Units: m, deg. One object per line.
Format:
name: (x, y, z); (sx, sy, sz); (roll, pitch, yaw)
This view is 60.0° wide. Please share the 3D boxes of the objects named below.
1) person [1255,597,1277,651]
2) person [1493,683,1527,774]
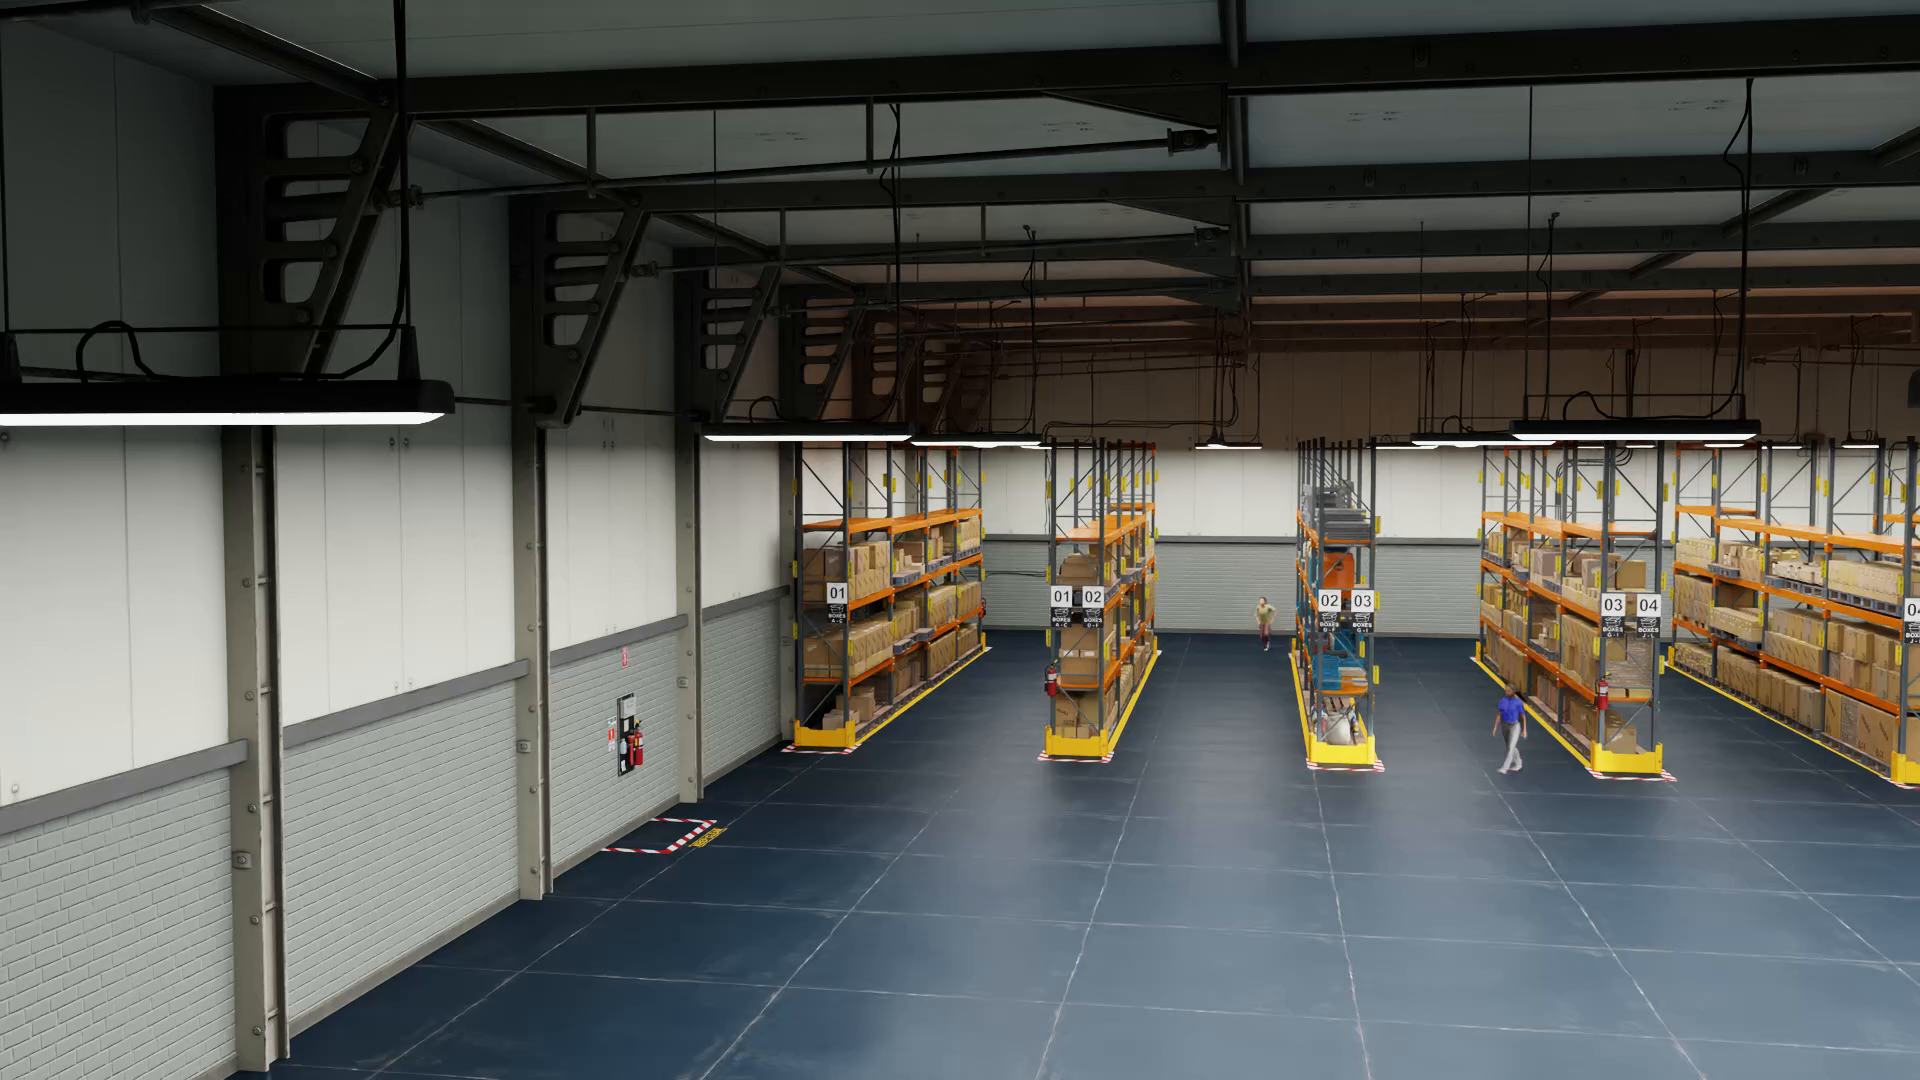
person: (8.796, 2.411, 47.788); (0.630, 1.576, 0.672); (1, 3, 22)
person: (9.717, 3.341, 29.498); (1.045, 1.597, 0.474); (-2, 4, -37)
